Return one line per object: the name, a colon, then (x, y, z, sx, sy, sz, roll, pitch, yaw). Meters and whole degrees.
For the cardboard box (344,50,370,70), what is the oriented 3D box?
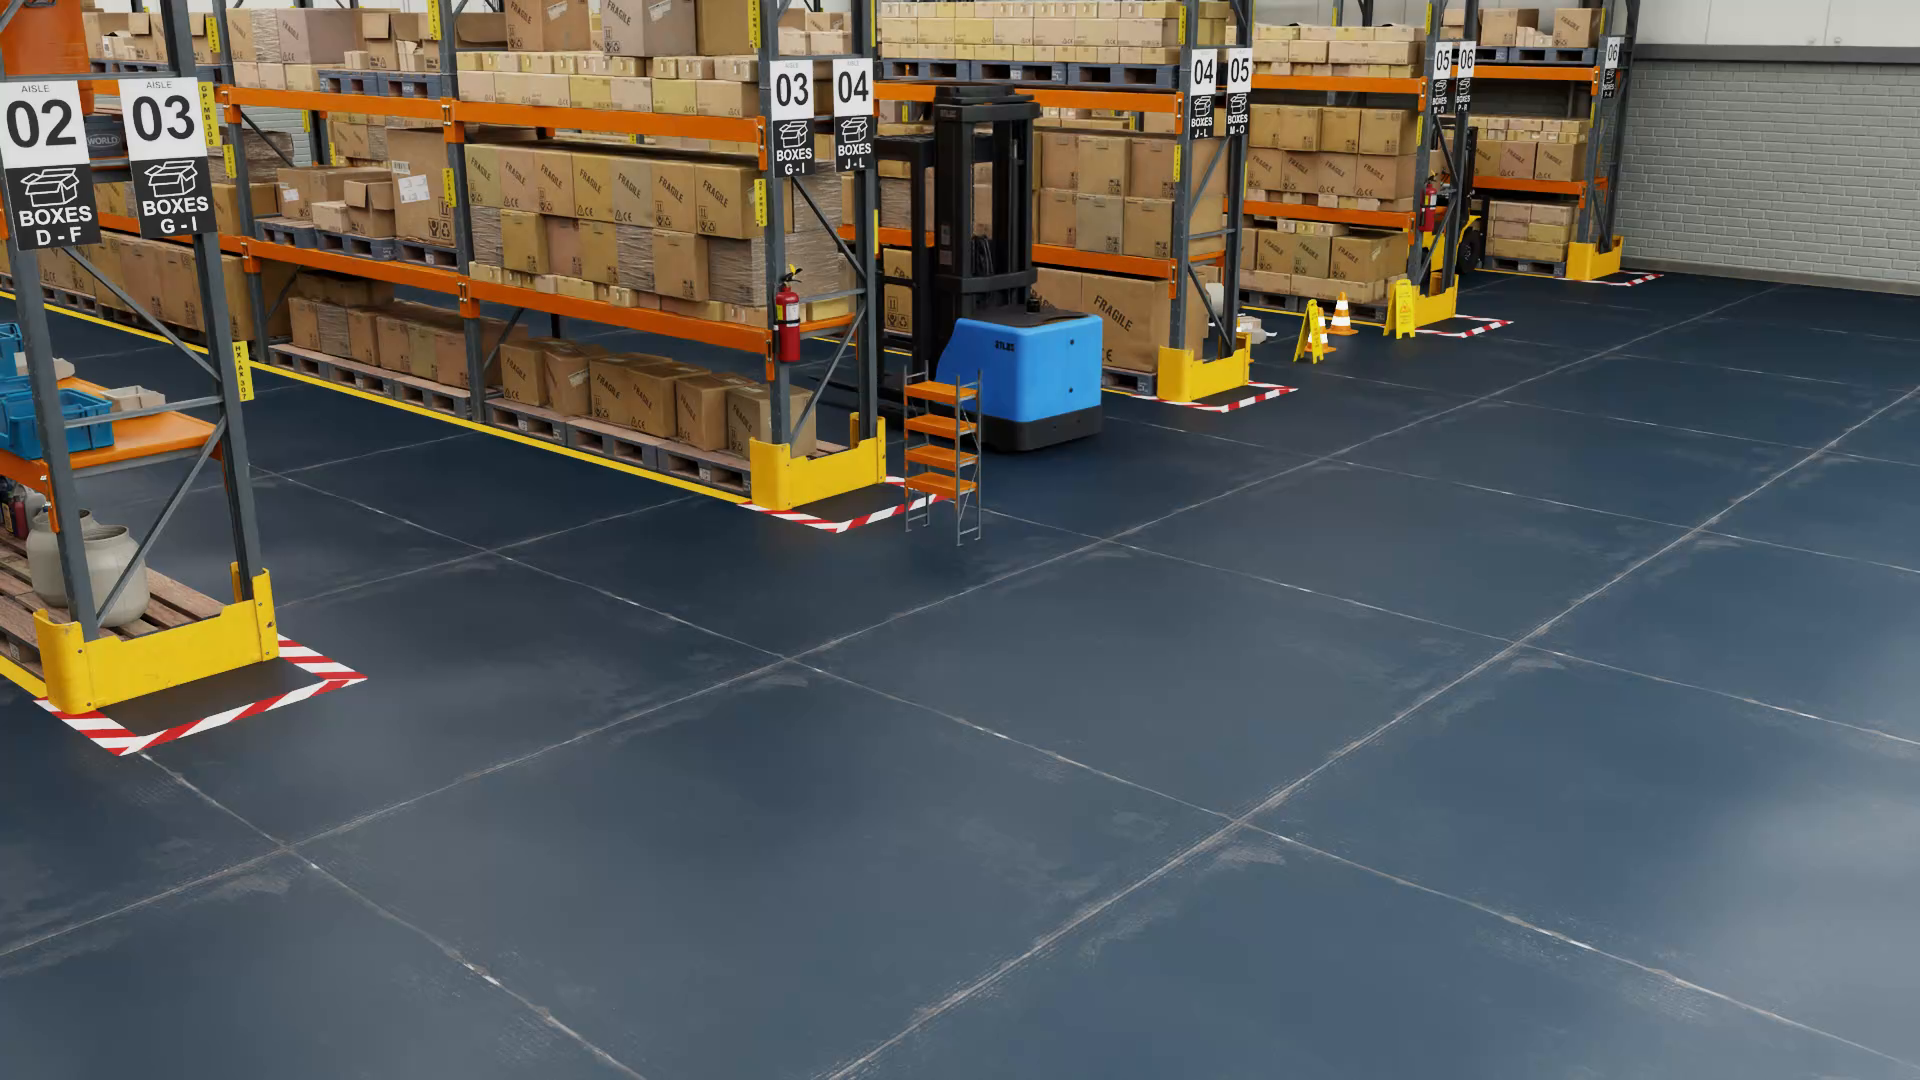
cardboard box: (-5.476, -4.463, 15.449, 0.250, 0.166, 0.380, 14, 22, 38)

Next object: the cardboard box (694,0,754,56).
cardboard box: (-1.947, -4.004, 12.828, 0.500, 0.500, 0.500, 15, 23, 39)

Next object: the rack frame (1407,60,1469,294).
rack frame: (5.562, -4.030, 19.350, 0.127, 3.000, 1.000, 15, 23, 39)

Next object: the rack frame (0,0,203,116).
rack frame: (-4.303, -3.526, 7.847, 0.127, 3.000, 1.000, 15, 23, 39)

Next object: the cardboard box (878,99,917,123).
cardboard box: (-0.981, -6.205, 24.386, 0.500, 0.500, 0.500, 14, 23, 38)

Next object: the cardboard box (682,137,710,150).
cardboard box: (-2.923, -4.826, 20.042, 0.500, 0.500, 0.700, 15, 23, 38)

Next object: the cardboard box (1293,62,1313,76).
cardboard box: (4.171, -5.611, 19.791, 0.250, 0.149, 0.380, 14, 22, 38)

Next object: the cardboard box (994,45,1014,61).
cardboard box: (0.545, -4.795, 16.359, 0.250, 0.149, 0.380, 15, 23, 40)

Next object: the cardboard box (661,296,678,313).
cardboard box: (-2.110, -1.880, 12.993, 0.250, 0.149, 0.380, 15, 23, 39)

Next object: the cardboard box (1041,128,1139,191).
cardboard box: (1.299, -3.792, 16.567, 0.550, 0.550, 0.875, 15, 23, 39)

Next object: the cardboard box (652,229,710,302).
cardboard box: (-1.862, -2.167, 12.823, 0.500, 0.500, 0.875, 15, 23, 39)

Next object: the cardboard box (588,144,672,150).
cardboard box: (-2.740, -3.028, 13.884, 0.500, 0.500, 0.500, 15, 23, 39)

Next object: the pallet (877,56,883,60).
pallet: (-0.938, -7.093, 24.356, 1.003, 0.211, 1.213, 16, 24, 42)

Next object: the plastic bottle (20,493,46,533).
plastic bottle: (-6.118, -0.180, 10.997, 0.135, 0.276, 0.152, 16, 23, 40)

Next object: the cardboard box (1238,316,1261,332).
cardboard box: (3.242, -2.477, 19.170, 0.380, 0.149, 0.250, -6, 18, -18)

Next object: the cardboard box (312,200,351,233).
cardboard box: (-5.898, -3.134, 16.081, 0.500, 0.250, 0.500, 14, 22, 38)

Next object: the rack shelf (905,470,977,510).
rack shelf: (-0.124, -0.352, 11.615, 0.480, 0.148, 0.258, 15, 23, 39)

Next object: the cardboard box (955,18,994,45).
cardboard box: (0.297, -5.077, 16.587, 0.500, 0.250, 0.500, 15, 23, 39)

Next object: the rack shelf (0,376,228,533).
rack shelf: (-5.799, -0.726, 10.128, 4.000, 0.370, 1.077, 15, 23, 39)

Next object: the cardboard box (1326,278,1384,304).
cardboard box: (4.761, -3.025, 20.037, 0.500, 0.250, 0.500, 15, 23, 39)

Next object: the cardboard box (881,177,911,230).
cardboard box: (-0.355, -3.693, 18.040, 0.550, 0.550, 0.875, 15, 23, 39)

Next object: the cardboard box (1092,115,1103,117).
cardboard box: (1.675, -5.584, 22.897, 0.500, 0.500, 0.500, 15, 23, 39)

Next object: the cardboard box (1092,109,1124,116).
cardboard box: (2.590, -7.146, 28.311, 0.500, 0.500, 0.500, 16, 24, 42)

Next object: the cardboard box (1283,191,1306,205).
cardboard box: (4.138, -4.178, 20.231, 0.250, 0.149, 0.380, 15, 23, 39)

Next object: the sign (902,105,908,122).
sign: (-0.787, -6.062, 23.839, 0.005, 0.325, 0.100, 15, 23, 39)

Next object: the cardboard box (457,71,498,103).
cardboard box: (-3.841, -3.801, 13.918, 0.500, 0.250, 0.500, 14, 22, 37)

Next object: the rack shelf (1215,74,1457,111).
rack shelf: (4.067, -5.518, 20.270, 4.000, 0.370, 1.077, 15, 23, 39)

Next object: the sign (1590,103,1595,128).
sign: (8.484, -5.698, 22.302, 0.005, 0.325, 0.100, 15, 23, 39)

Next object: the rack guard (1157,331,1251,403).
rack guard: (2.370, -1.693, 16.120, 0.348, 0.500, 1.175, 15, 23, 39)

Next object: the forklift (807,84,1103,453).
forklift: (-0.165, -2.487, 14.603, 1.130, 2.935, 3.031, -16, 24, -42)

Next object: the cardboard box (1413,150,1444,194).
cardboard box: (5.392, -4.377, 19.787, 0.500, 0.500, 0.500, 15, 23, 38)

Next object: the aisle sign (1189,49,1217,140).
aisle sign: (2.206, -4.046, 15.105, 0.004, 0.787, 0.394, 15, 23, 39)

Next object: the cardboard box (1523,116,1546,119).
cardboard box: (8.190, -5.931, 23.611, 0.250, 0.149, 0.380, 15, 23, 40)

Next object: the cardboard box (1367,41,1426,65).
cardboard box: (5.001, -5.571, 19.006, 0.500, 0.250, 0.500, 15, 23, 39)

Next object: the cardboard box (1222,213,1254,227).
cardboard box: (3.475, -4.015, 20.842, 0.250, 0.149, 0.380, 17, 24, 42)

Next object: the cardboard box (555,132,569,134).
cardboard box: (-5.422, -5.417, 22.461, 0.250, 0.149, 0.380, 14, 22, 38)

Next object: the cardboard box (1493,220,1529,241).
cardboard box: (7.915, -4.411, 23.578, 0.500, 0.250, 0.500, 15, 23, 39)

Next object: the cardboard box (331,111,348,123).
cardboard box: (-9.073, -6.518, 24.881, 0.500, 0.500, 0.500, 16, 24, 41)

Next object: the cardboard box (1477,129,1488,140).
cardboard box: (7.433, -5.768, 23.592, 0.250, 0.149, 0.380, 15, 23, 40)

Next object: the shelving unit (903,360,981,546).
shelving unit: (-0.124, -0.605, 11.535, 0.503, 1.200, 0.258, 15, 23, 39)

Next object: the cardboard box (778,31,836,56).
cardboard box: (-1.709, -5.497, 18.403, 0.500, 0.250, 0.500, 15, 23, 39)

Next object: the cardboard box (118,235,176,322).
cardboard box: (-8.830, -3.081, 19.180, 0.875, 0.875, 1.225, 14, 22, 37)

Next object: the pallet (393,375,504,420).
pallet: (-4.590, -1.417, 15.729, 1.213, 0.211, 1.003, 15, 23, 39)

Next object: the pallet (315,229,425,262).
pallet: (-5.491, -2.914, 16.152, 1.213, 0.211, 1.003, 15, 23, 39)

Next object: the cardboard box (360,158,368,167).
cardboard box: (-8.735, -5.654, 24.884, 0.250, 0.149, 0.380, 15, 23, 39)

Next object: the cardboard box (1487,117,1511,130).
cardboard box: (7.623, -5.859, 23.386, 0.250, 0.149, 0.380, 16, 23, 41)

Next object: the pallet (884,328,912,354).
pallet: (-0.123, -2.193, 18.173, 1.213, 0.211, 1.003, 15, 23, 39)

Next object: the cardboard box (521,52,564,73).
cardboard box: (-3.323, -3.867, 13.468, 0.250, 0.149, 0.380, 16, 24, 41)

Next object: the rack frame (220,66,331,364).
rack frame: (-6.999, -3.394, 17.347, 0.127, 3.000, 1.000, 15, 23, 39)

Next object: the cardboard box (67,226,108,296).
cardboard box: (-10.431, -3.535, 20.610, 0.875, 0.875, 0.875, 15, 23, 39)

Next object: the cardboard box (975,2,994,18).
cardboard box: (0.360, -5.225, 16.396, 0.250, 0.149, 0.380, 15, 23, 39)
